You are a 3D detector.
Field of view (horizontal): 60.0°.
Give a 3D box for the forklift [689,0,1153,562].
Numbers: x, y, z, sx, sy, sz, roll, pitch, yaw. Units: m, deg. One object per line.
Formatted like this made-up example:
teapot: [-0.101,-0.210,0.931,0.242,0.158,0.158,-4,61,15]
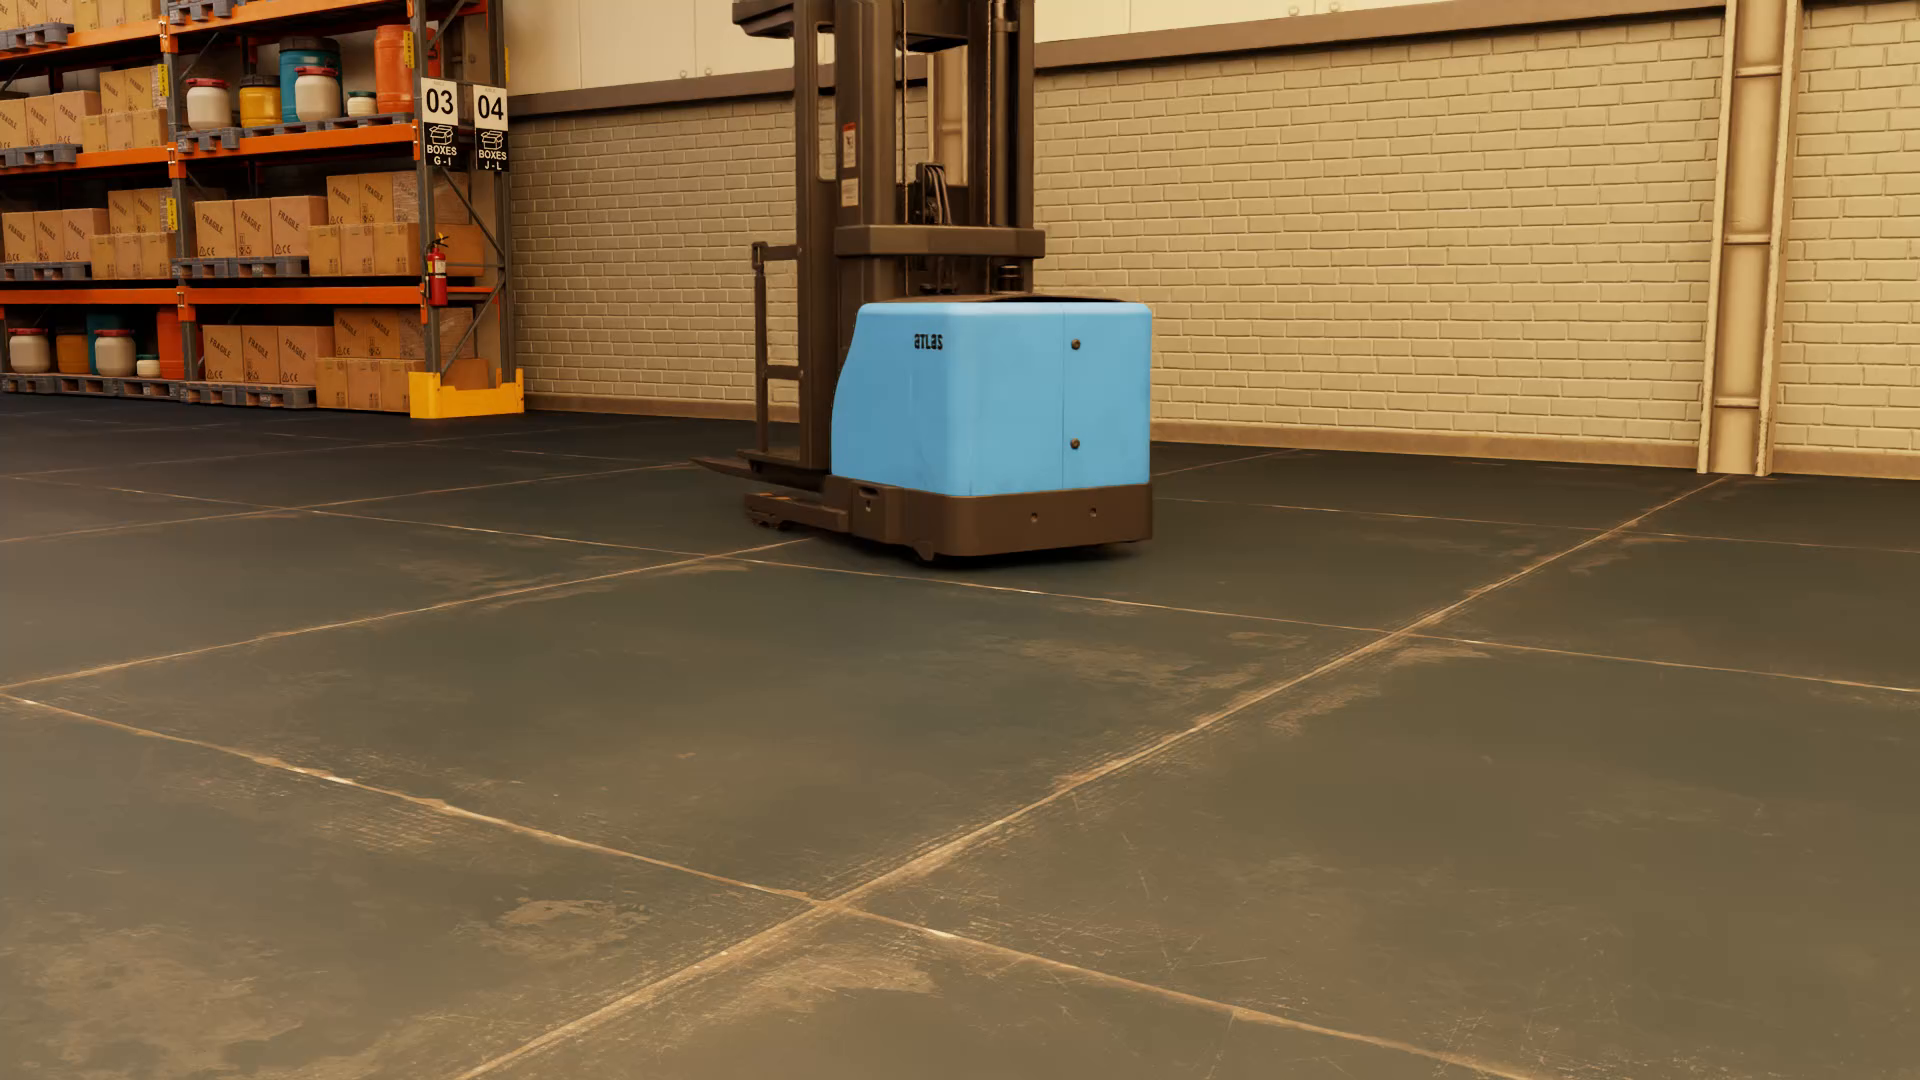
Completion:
forklift: [-0.394,-1.527,7.932,1.130,2.935,3.031,-5,10,-33]
